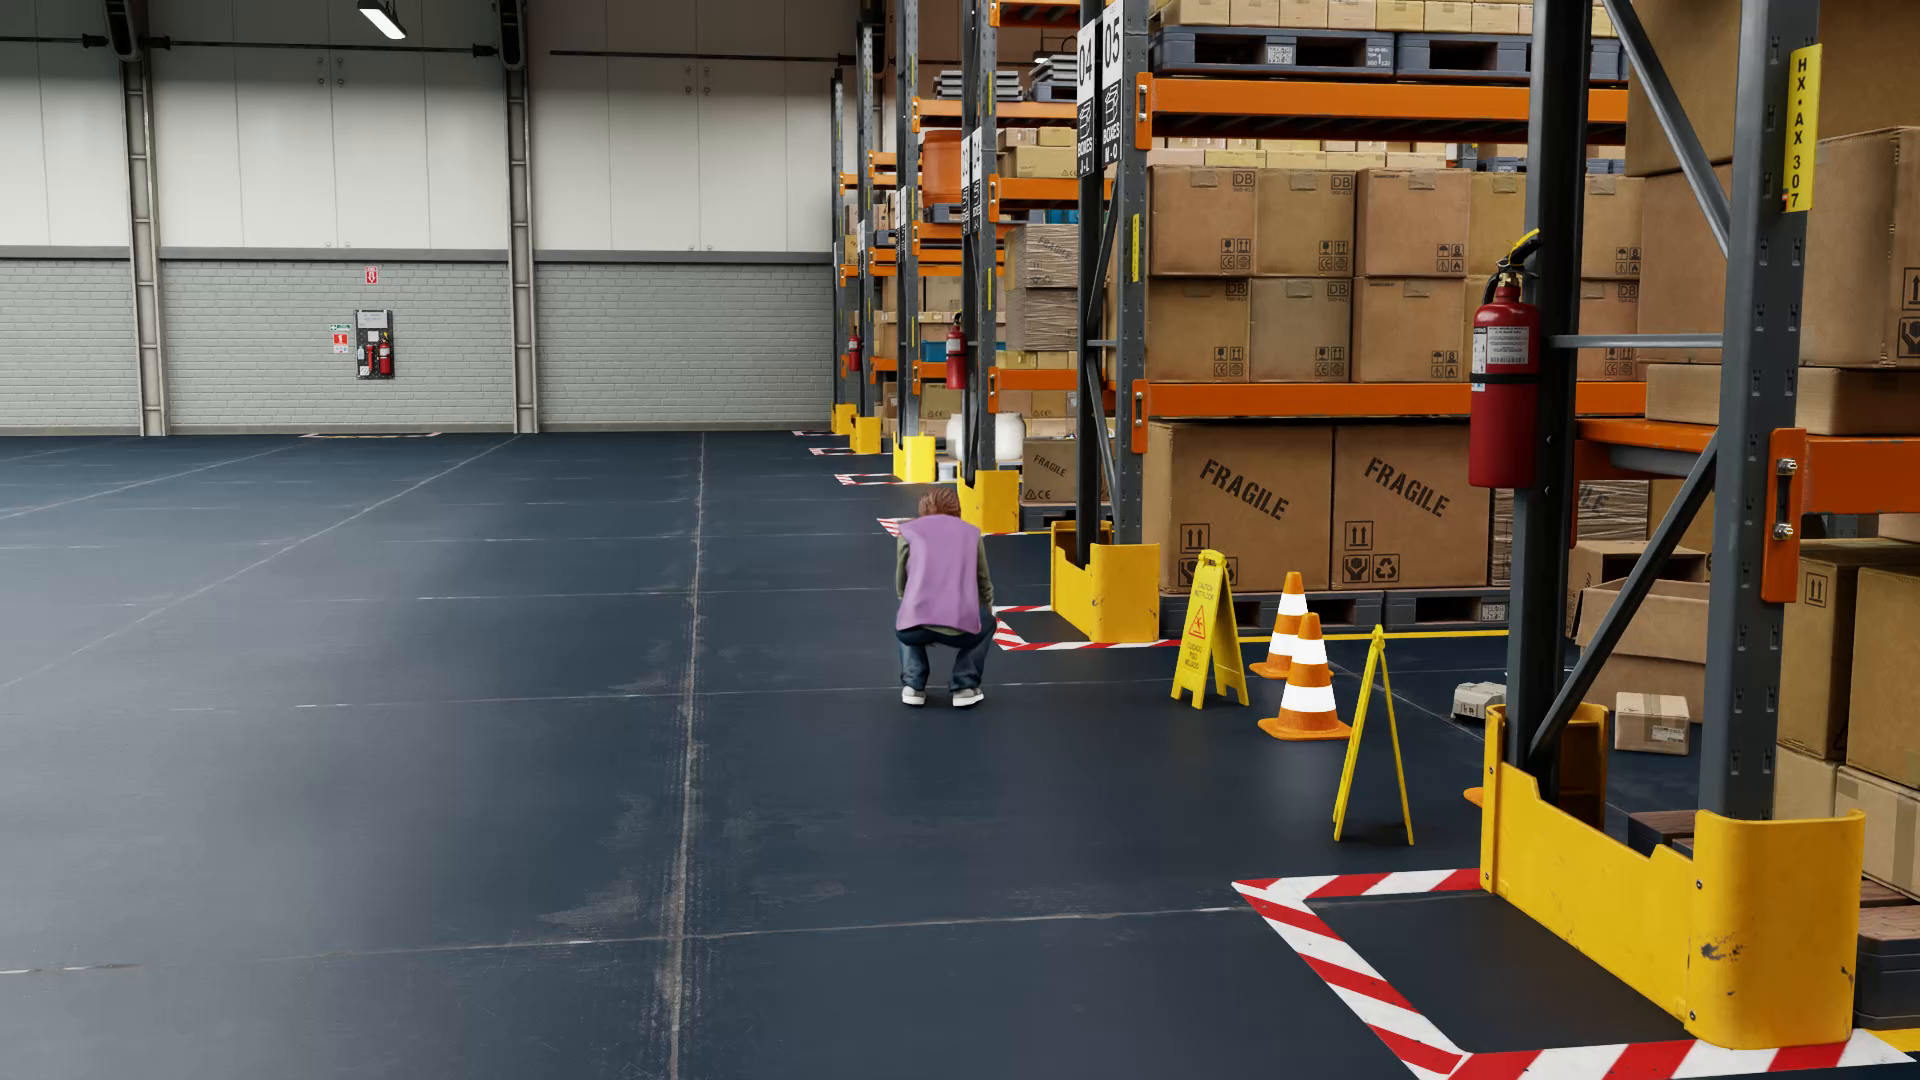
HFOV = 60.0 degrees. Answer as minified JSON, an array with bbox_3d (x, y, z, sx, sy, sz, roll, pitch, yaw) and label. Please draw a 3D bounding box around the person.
[{"bbox_3d":[-0.074,0.238,7.121,0.455,0.876,0.858,1,7,8],"label":"person"}]
